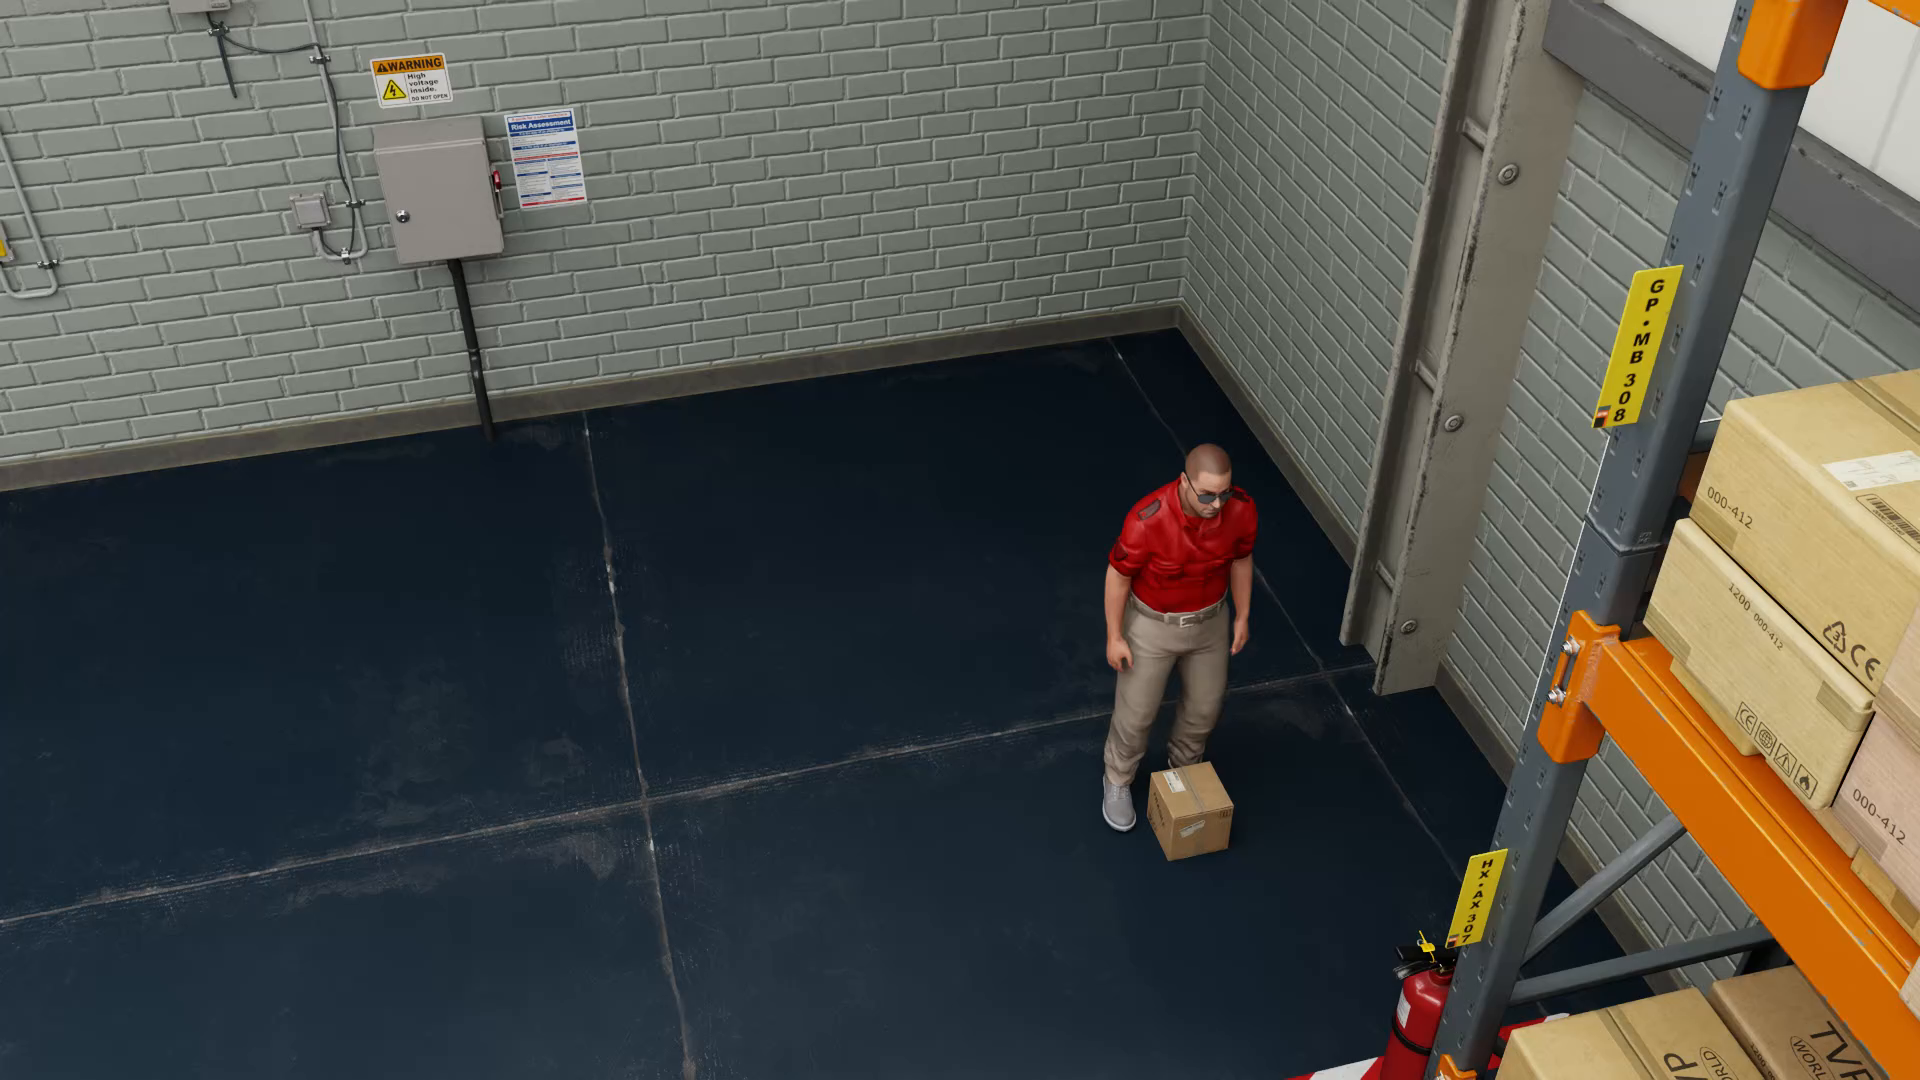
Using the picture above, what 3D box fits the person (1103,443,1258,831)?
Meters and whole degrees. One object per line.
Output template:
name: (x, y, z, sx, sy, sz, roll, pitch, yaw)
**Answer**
person: (0.827, 0.337, 6.294, 0.585, 1.726, 0.396, -9, 39, -12)
